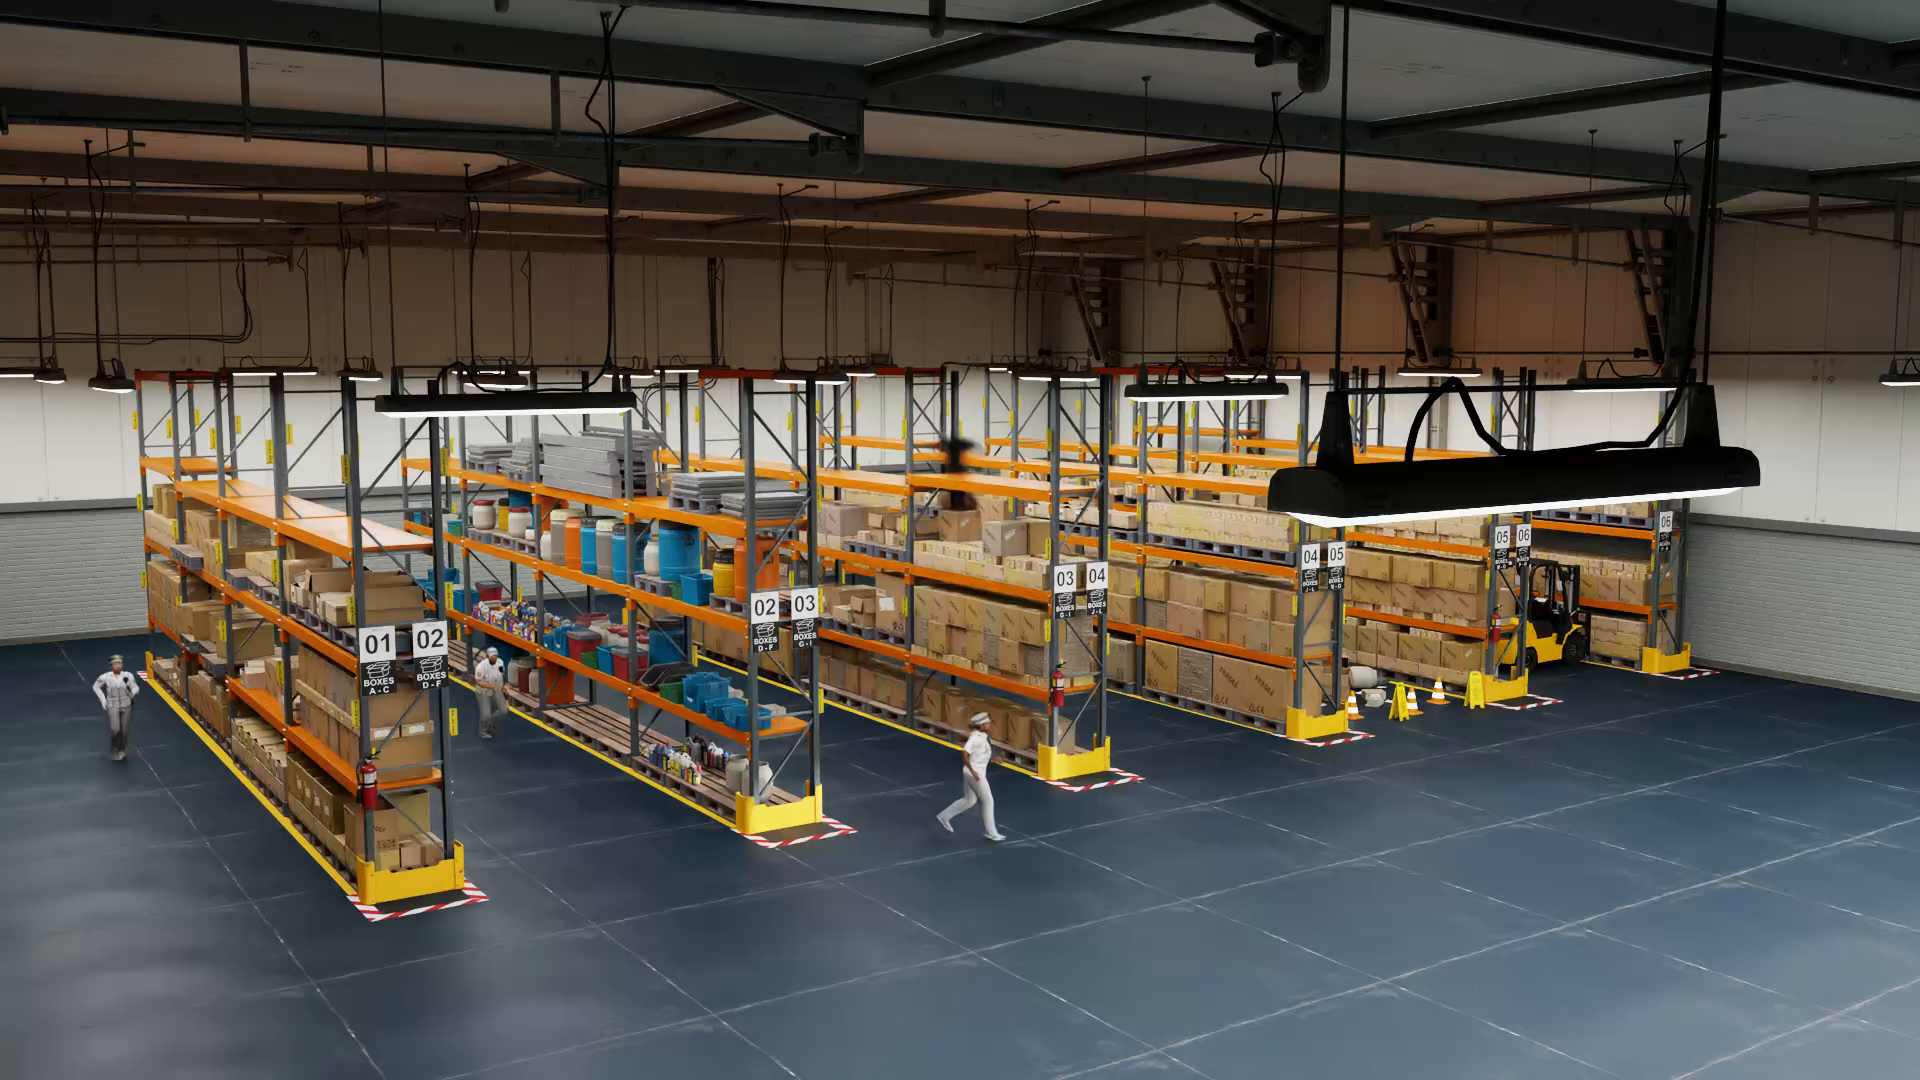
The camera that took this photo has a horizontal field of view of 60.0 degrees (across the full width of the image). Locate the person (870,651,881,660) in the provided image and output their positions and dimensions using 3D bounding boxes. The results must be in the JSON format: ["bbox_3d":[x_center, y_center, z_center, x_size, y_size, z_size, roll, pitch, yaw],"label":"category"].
[{"bbox_3d":[-1.639,1.815,33.062,0.522,1.628,0.705,-4,8,-33],"label":"person"}]

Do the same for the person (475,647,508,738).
[{"bbox_3d":[-7.672,2.499,27.222,0.599,1.554,0.723,-6,9,-43],"label":"person"}]

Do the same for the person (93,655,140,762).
[{"bbox_3d":[-13.013,2.603,25.719,0.631,1.673,0.624,-4,8,-33],"label":"person"}]

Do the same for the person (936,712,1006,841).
[{"bbox_3d":[0.163,3.069,21.620,0.877,1.695,0.551,0,6,-1],"label":"person"}]
